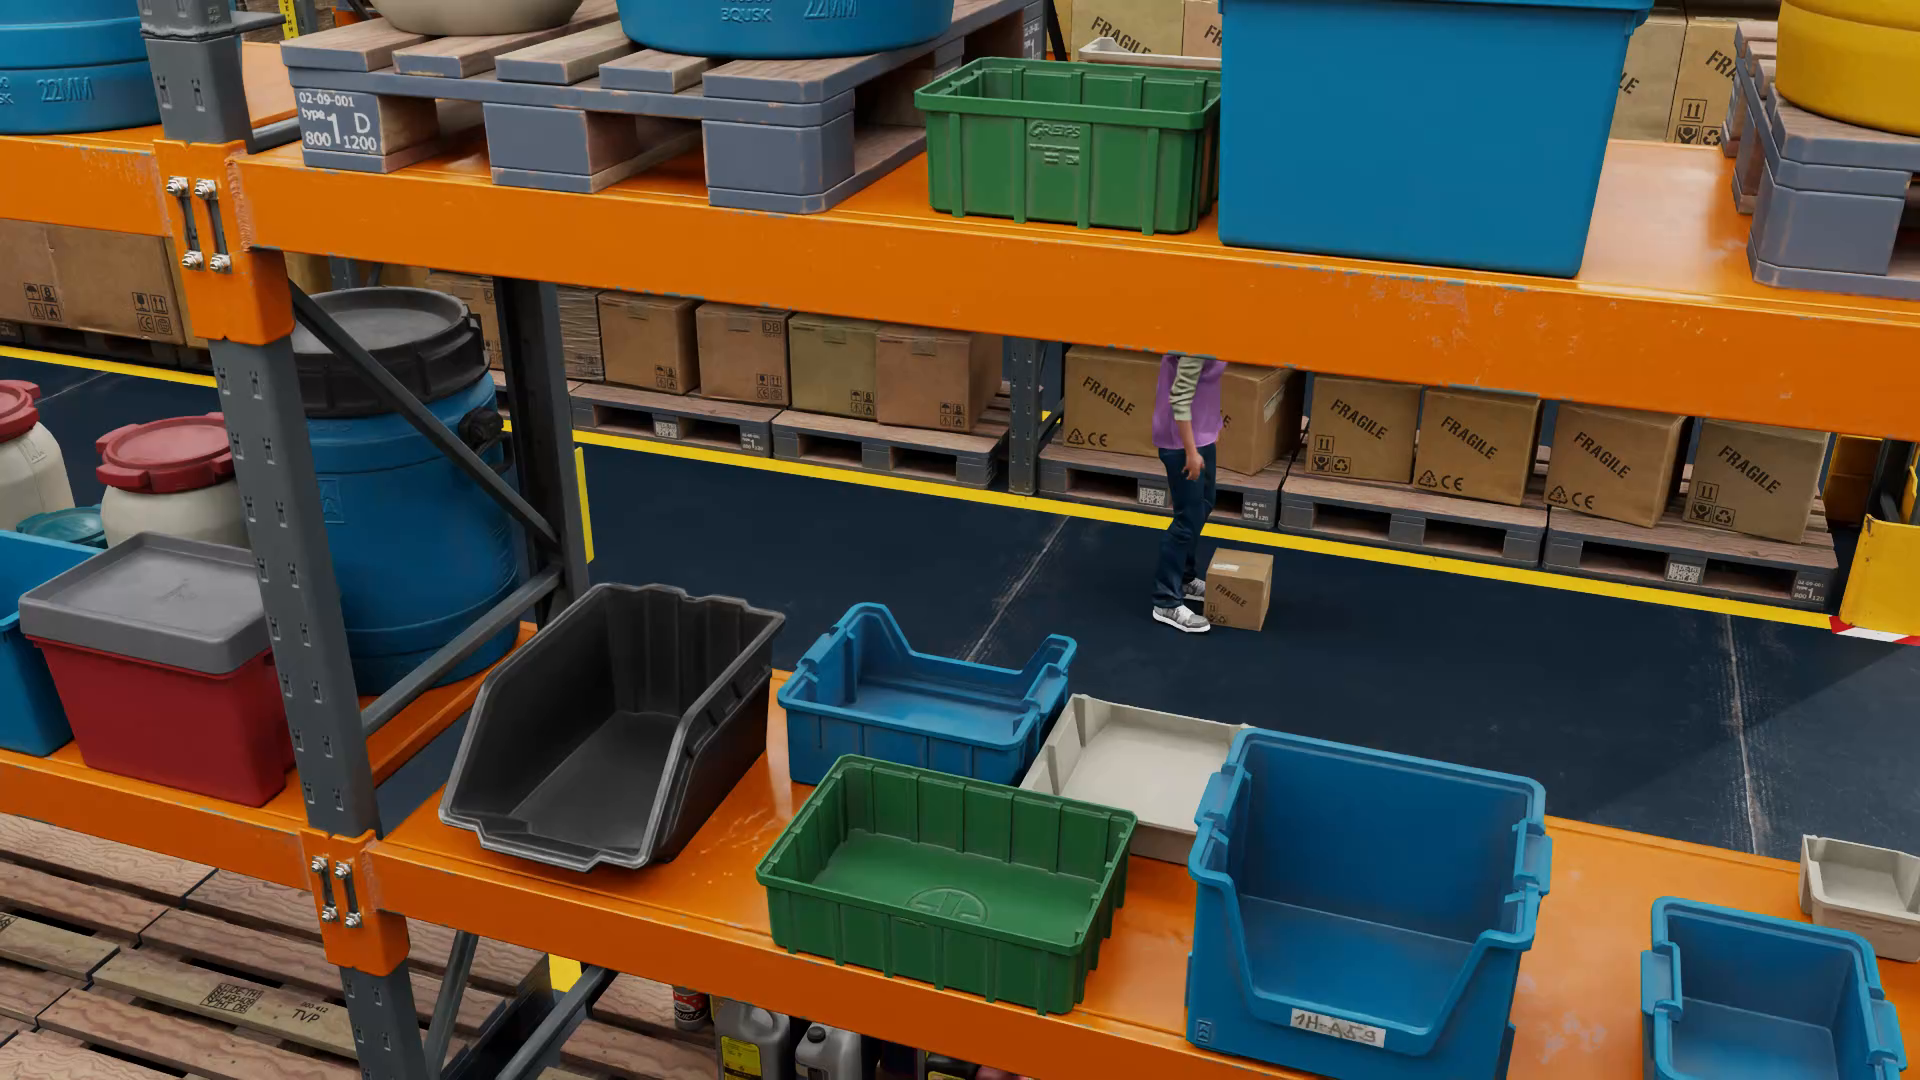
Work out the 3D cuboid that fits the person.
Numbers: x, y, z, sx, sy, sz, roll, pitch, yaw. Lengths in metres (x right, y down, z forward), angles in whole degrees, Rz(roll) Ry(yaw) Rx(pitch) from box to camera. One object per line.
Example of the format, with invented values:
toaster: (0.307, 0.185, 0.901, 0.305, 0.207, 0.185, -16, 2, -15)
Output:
person: (0.985, -0.421, 6.984, 0.350, 1.593, 0.472, 9, 27, 17)
